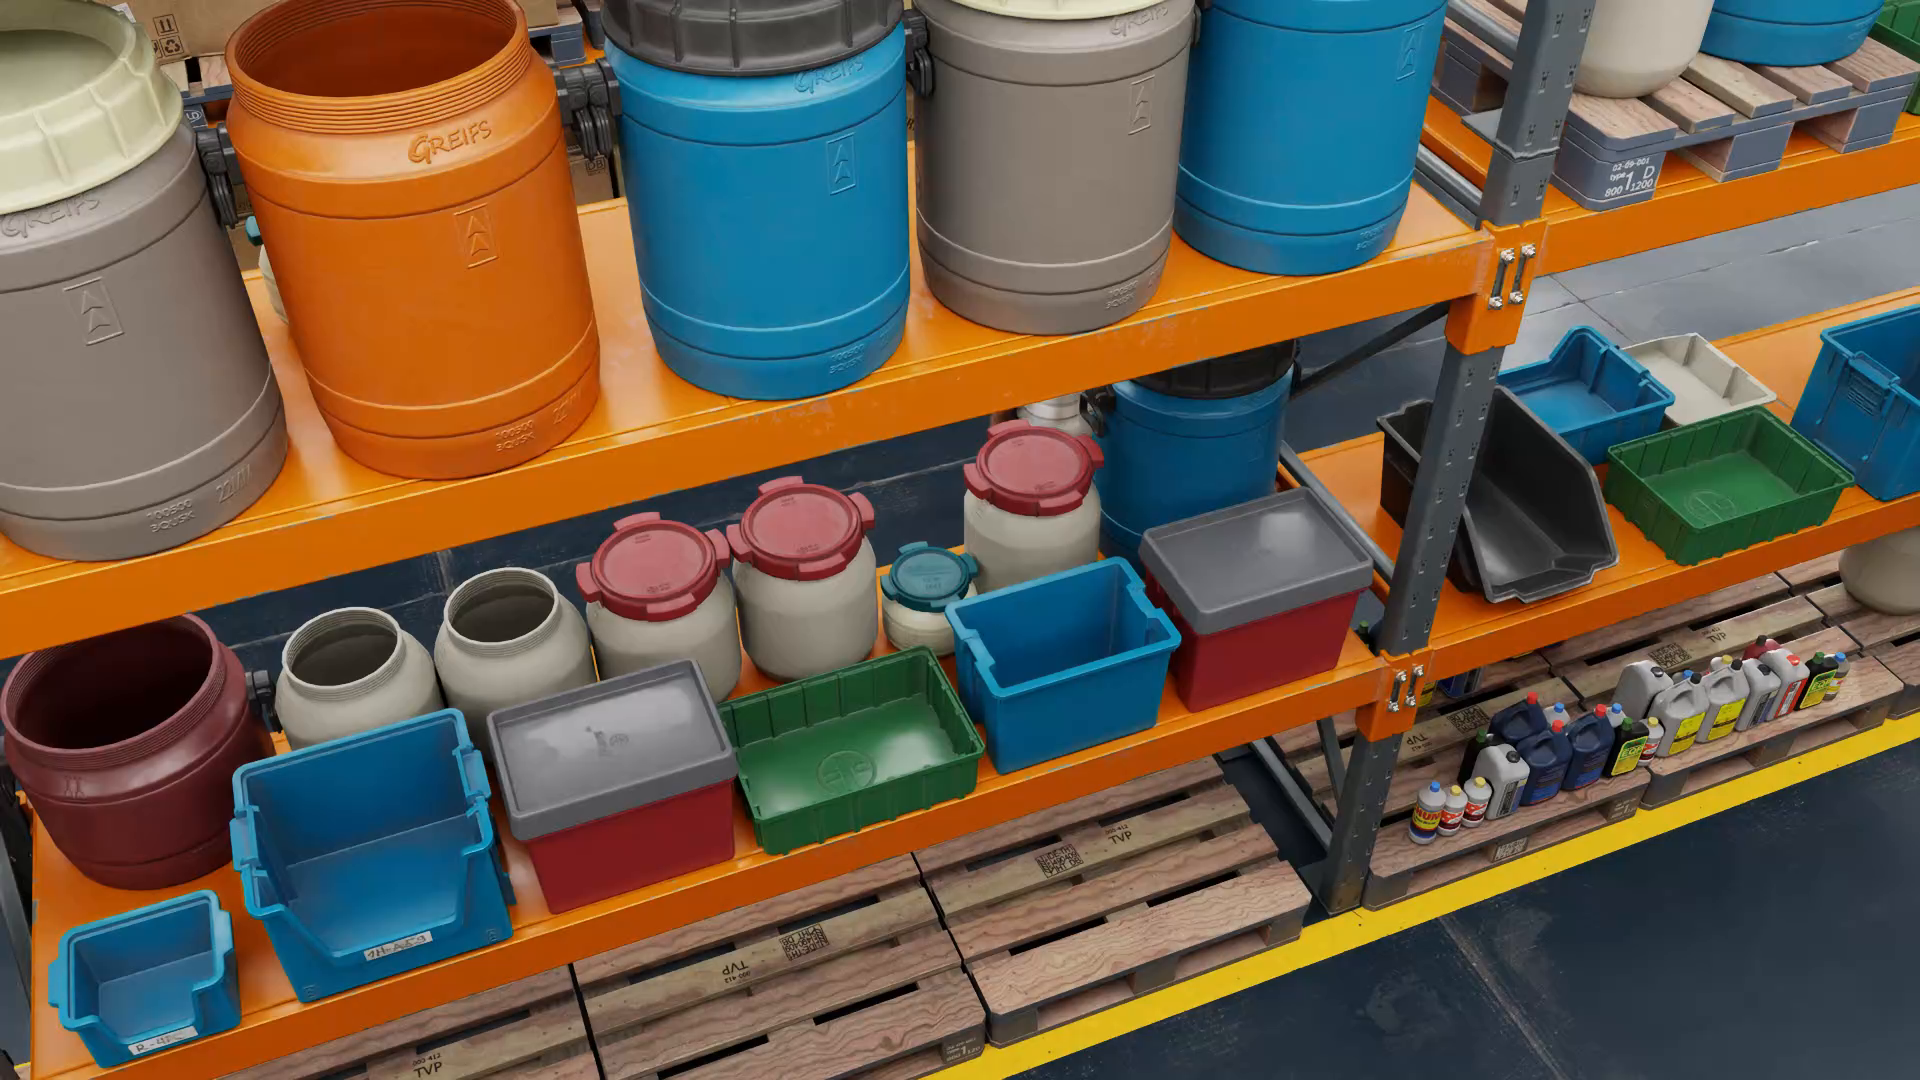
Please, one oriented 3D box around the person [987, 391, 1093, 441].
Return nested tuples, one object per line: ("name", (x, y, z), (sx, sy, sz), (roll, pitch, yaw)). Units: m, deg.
("person", (0.389, -0.510, 6.731), (0.598, 1.747, 0.445), (-18, 44, -19))
